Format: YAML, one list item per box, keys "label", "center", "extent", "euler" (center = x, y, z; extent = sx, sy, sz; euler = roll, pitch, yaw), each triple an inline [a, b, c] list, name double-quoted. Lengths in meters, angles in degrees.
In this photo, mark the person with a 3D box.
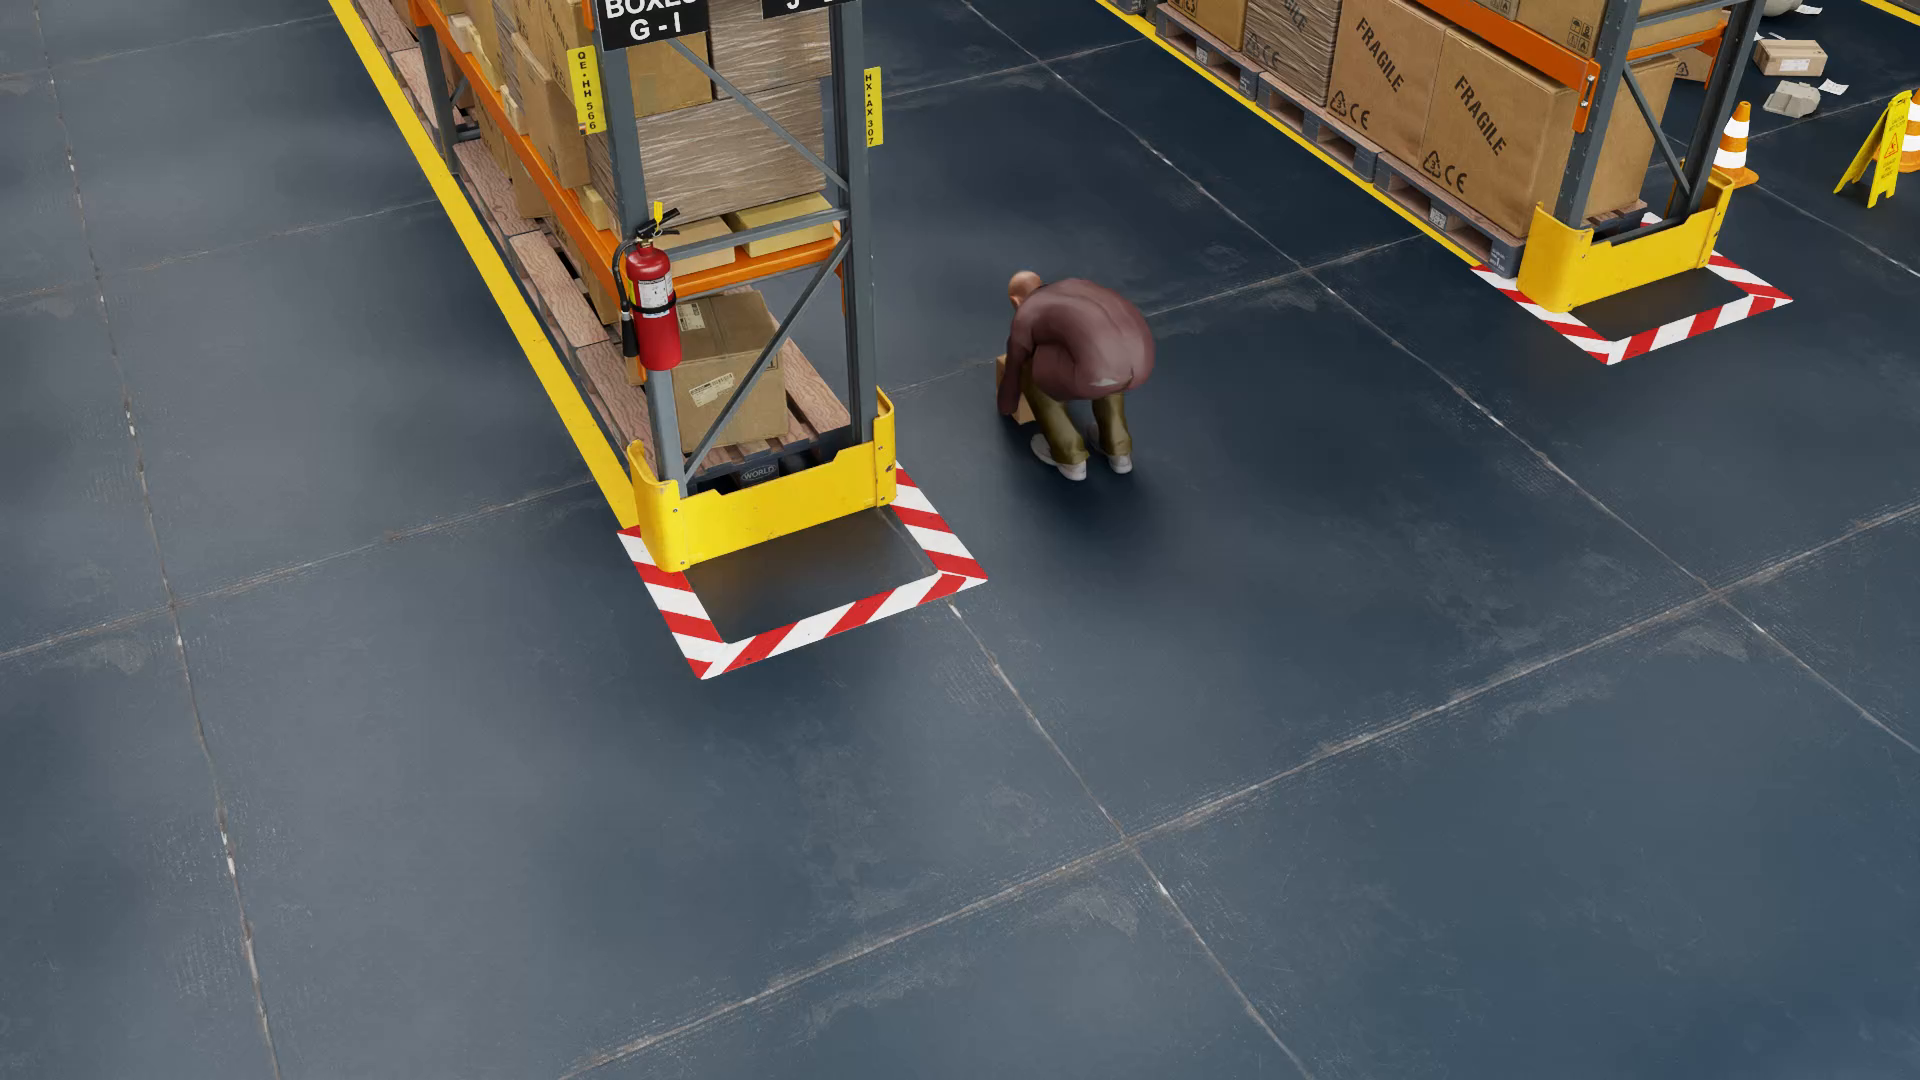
- label: "person"
  center: [0.521, -0.807, 7.782]
  extent: [0.587, 0.923, 0.953]
  euler: [-21, 45, -23]
